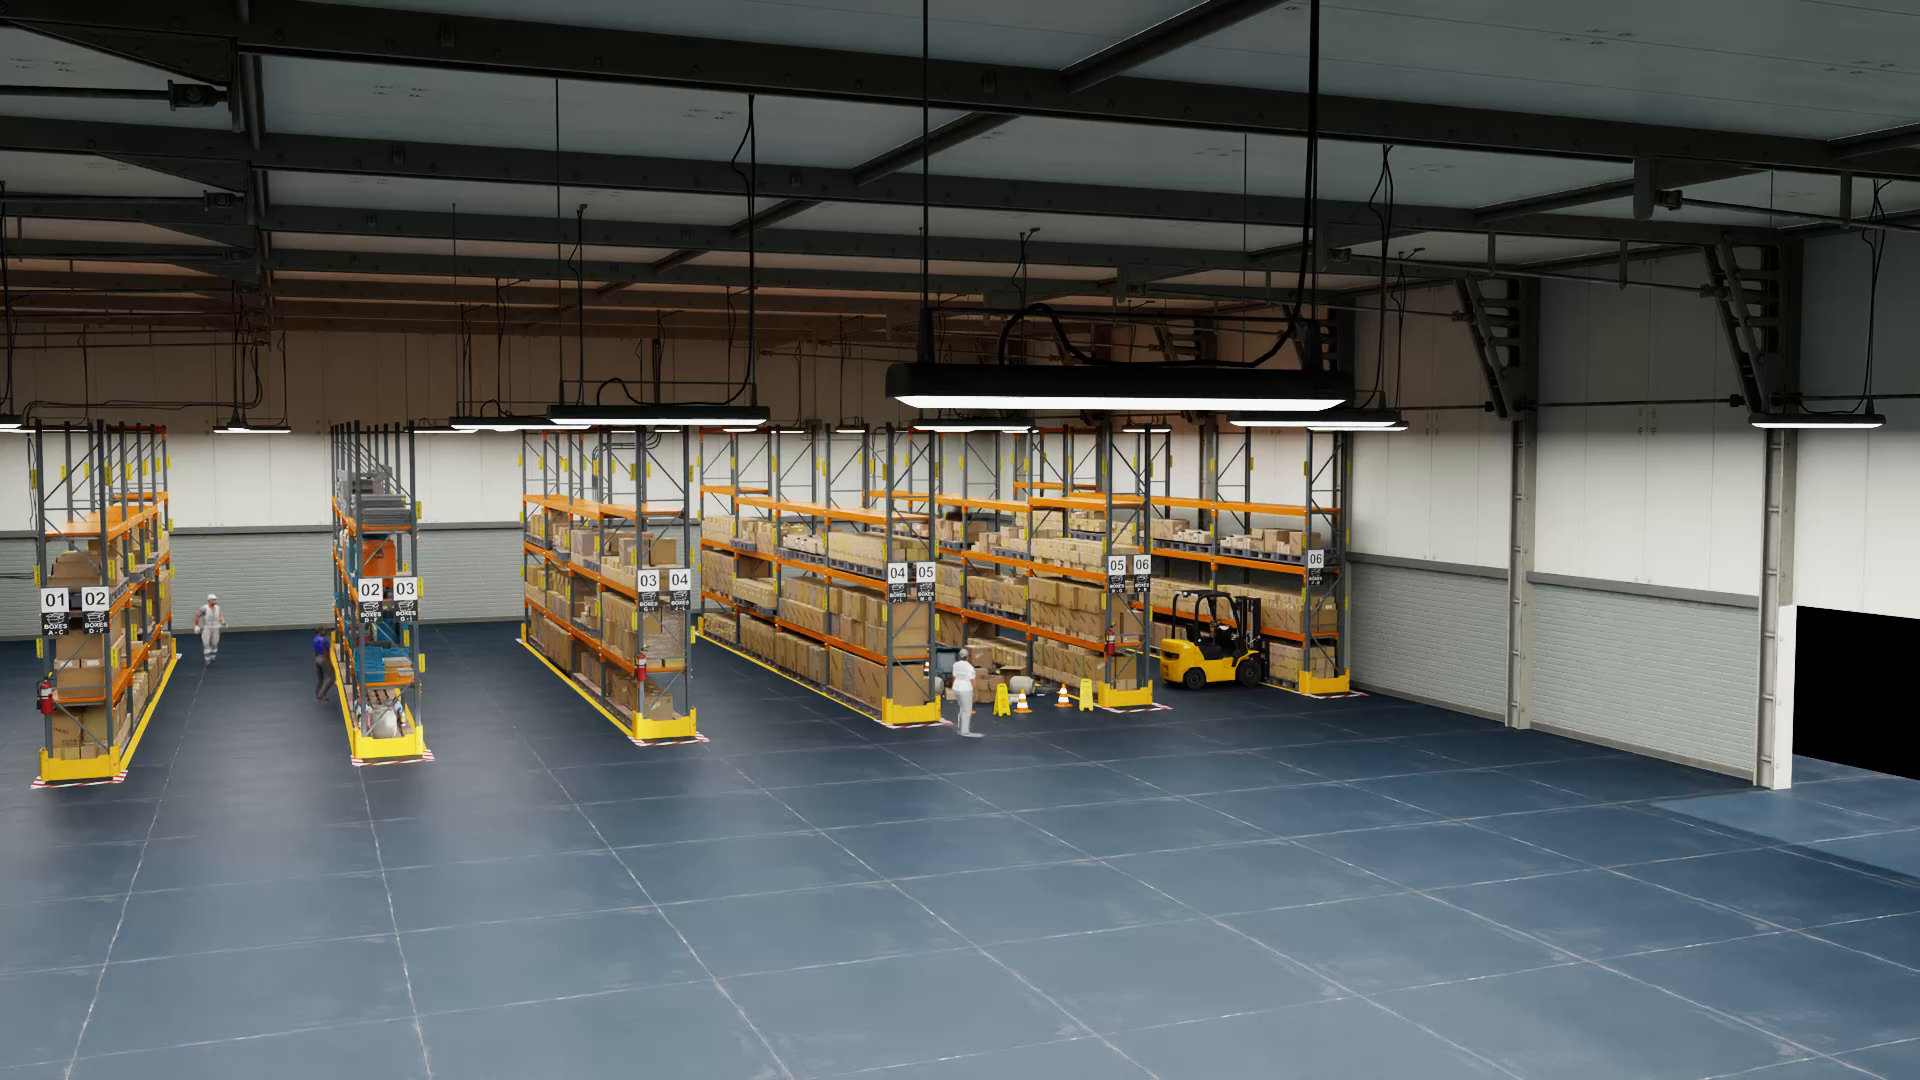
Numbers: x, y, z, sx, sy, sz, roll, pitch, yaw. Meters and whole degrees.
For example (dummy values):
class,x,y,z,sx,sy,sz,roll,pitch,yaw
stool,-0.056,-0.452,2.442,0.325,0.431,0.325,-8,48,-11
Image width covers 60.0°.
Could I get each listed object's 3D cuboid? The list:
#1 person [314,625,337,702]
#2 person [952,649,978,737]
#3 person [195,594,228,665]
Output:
class,x,y,z,sx,sy,sz,roll,pitch,yaw
person,-13.717,2.652,35.750,0.596,1.666,0.388,3,5,39
person,0.099,2.947,31.737,0.416,1.738,0.507,-2,4,-31
person,-18.872,2.267,41.923,0.776,1.811,0.877,-1,4,-21
